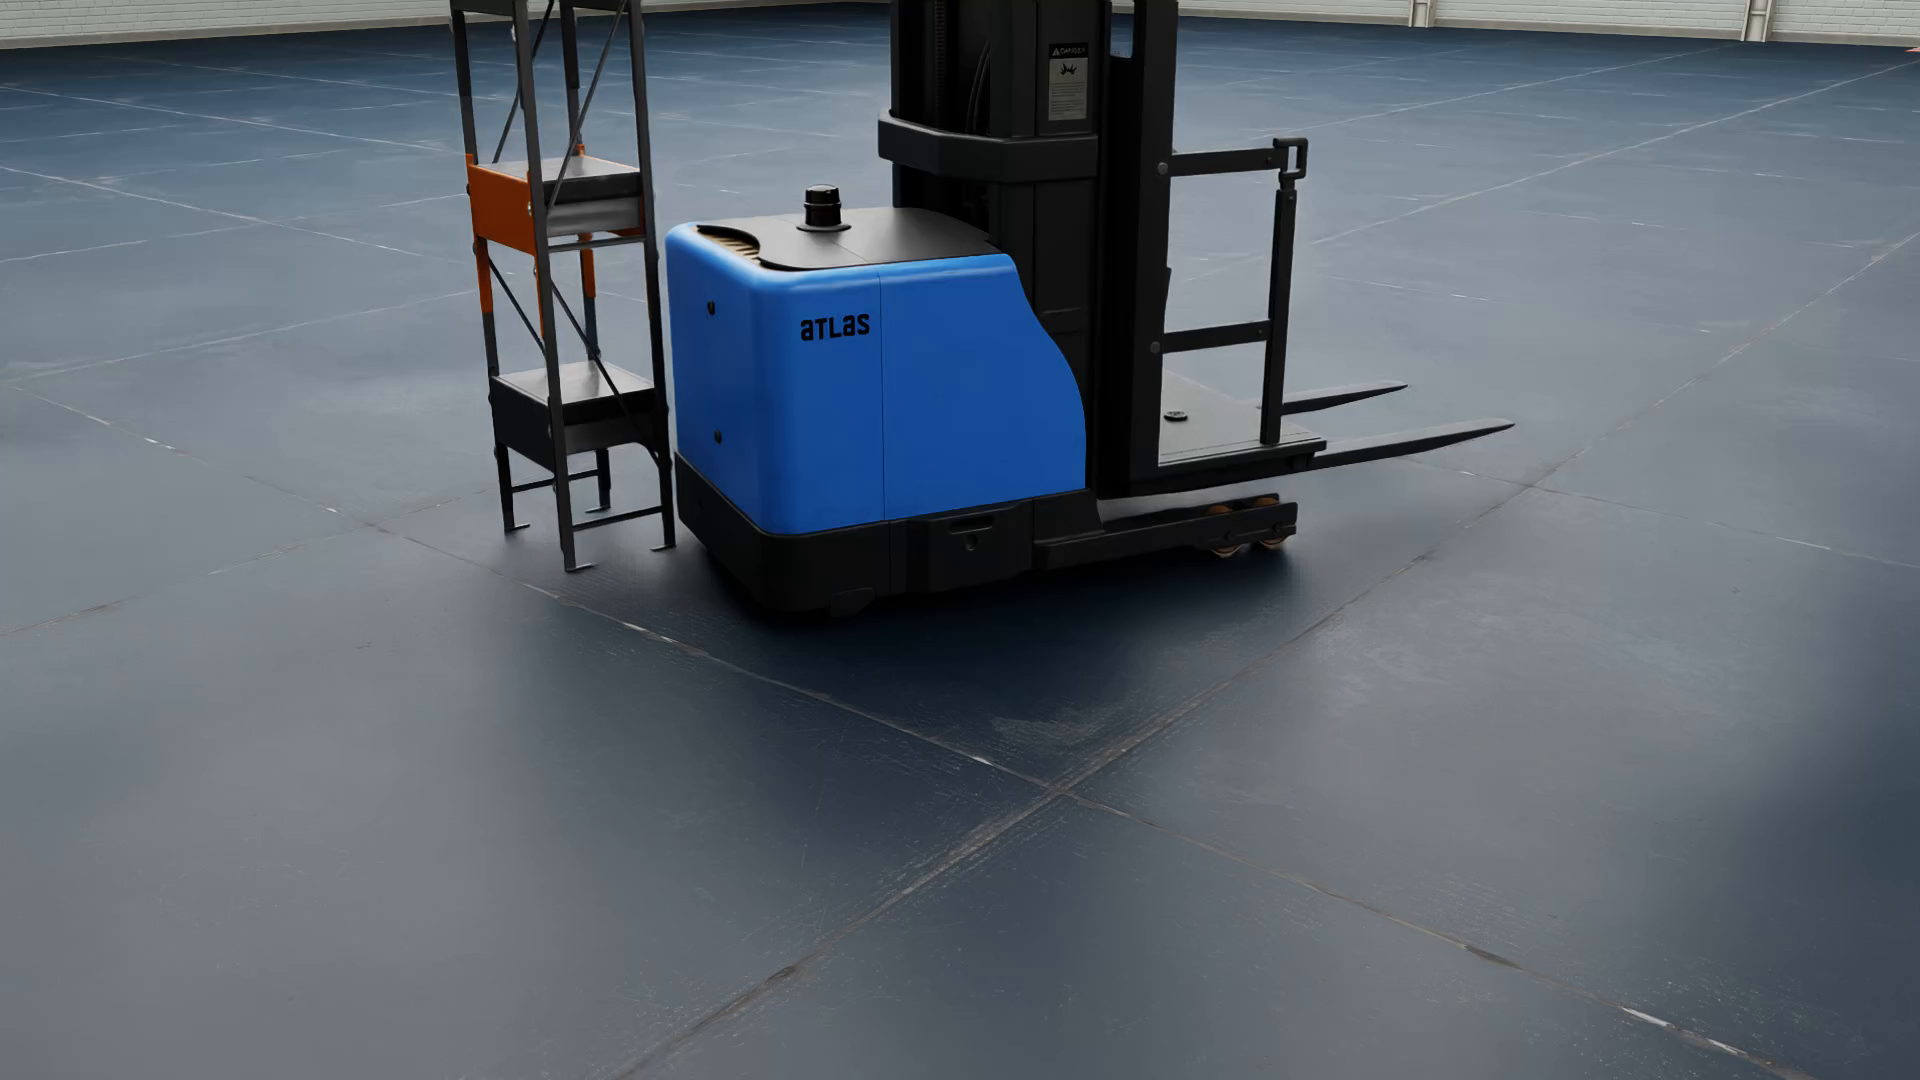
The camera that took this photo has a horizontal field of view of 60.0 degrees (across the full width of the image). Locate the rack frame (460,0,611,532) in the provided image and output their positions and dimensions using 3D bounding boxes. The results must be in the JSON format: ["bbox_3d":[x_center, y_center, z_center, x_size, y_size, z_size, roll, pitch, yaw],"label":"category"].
[{"bbox_3d":[-1.427,-1.054,5.543,0.400,2.100,0.015,-15,25,-35],"label":"rack frame"}]

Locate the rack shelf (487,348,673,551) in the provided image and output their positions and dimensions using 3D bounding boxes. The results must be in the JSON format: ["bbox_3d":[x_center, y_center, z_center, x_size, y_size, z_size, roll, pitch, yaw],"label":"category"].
[{"bbox_3d":[-1.279,-0.318,5.614,0.431,0.518,0.480,-15,25,-35],"label":"rack shelf"}]

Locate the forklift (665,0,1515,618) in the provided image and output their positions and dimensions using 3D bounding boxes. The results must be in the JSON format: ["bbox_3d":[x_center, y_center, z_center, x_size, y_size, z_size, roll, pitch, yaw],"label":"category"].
[{"bbox_3d":[0.582,-1.475,5.480,3.031,2.935,1.130,-10,23,-24],"label":"forklift"}]

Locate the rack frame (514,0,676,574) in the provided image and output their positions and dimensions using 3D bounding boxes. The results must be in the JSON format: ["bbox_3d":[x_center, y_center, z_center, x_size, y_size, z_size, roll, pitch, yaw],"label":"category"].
[{"bbox_3d":[-1.130,-0.918,5.181,0.400,2.100,0.015,-15,25,-35],"label":"rack frame"}]

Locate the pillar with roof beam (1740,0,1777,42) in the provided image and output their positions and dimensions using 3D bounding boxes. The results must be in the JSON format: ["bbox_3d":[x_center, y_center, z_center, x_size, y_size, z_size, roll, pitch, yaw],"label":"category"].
[{"bbox_3d":[10.701,-11.460,23.360,0.400,9.000,9.100,16,26,36],"label":"pillar with roof beam"}]

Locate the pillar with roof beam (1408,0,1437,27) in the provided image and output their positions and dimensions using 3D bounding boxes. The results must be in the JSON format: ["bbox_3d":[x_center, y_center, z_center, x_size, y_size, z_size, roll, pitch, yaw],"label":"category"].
[{"bbox_3d":[6.053,-12.799,26.910,0.400,9.000,9.100,16,26,36],"label":"pillar with roof beam"}]

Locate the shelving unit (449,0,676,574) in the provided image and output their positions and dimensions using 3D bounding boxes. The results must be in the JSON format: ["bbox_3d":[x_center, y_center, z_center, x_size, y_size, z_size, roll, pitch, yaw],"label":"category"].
[{"bbox_3d":[-1.279,-0.986,5.362,0.431,2.100,0.503,-15,25,-35],"label":"shelving unit"}]

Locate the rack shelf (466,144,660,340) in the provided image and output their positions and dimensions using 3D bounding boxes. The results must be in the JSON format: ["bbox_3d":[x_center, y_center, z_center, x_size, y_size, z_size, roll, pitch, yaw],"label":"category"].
[{"bbox_3d":[-1.279,-0.973,5.367,0.431,0.518,0.480,-15,25,-35],"label":"rack shelf"}]

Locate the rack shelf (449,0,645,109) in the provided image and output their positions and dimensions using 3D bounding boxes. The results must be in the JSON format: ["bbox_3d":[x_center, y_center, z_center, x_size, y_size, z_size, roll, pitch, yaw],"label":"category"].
[{"bbox_3d":[-1.279,-1.628,5.120,0.431,0.518,0.480,-15,25,-35],"label":"rack shelf"}]
